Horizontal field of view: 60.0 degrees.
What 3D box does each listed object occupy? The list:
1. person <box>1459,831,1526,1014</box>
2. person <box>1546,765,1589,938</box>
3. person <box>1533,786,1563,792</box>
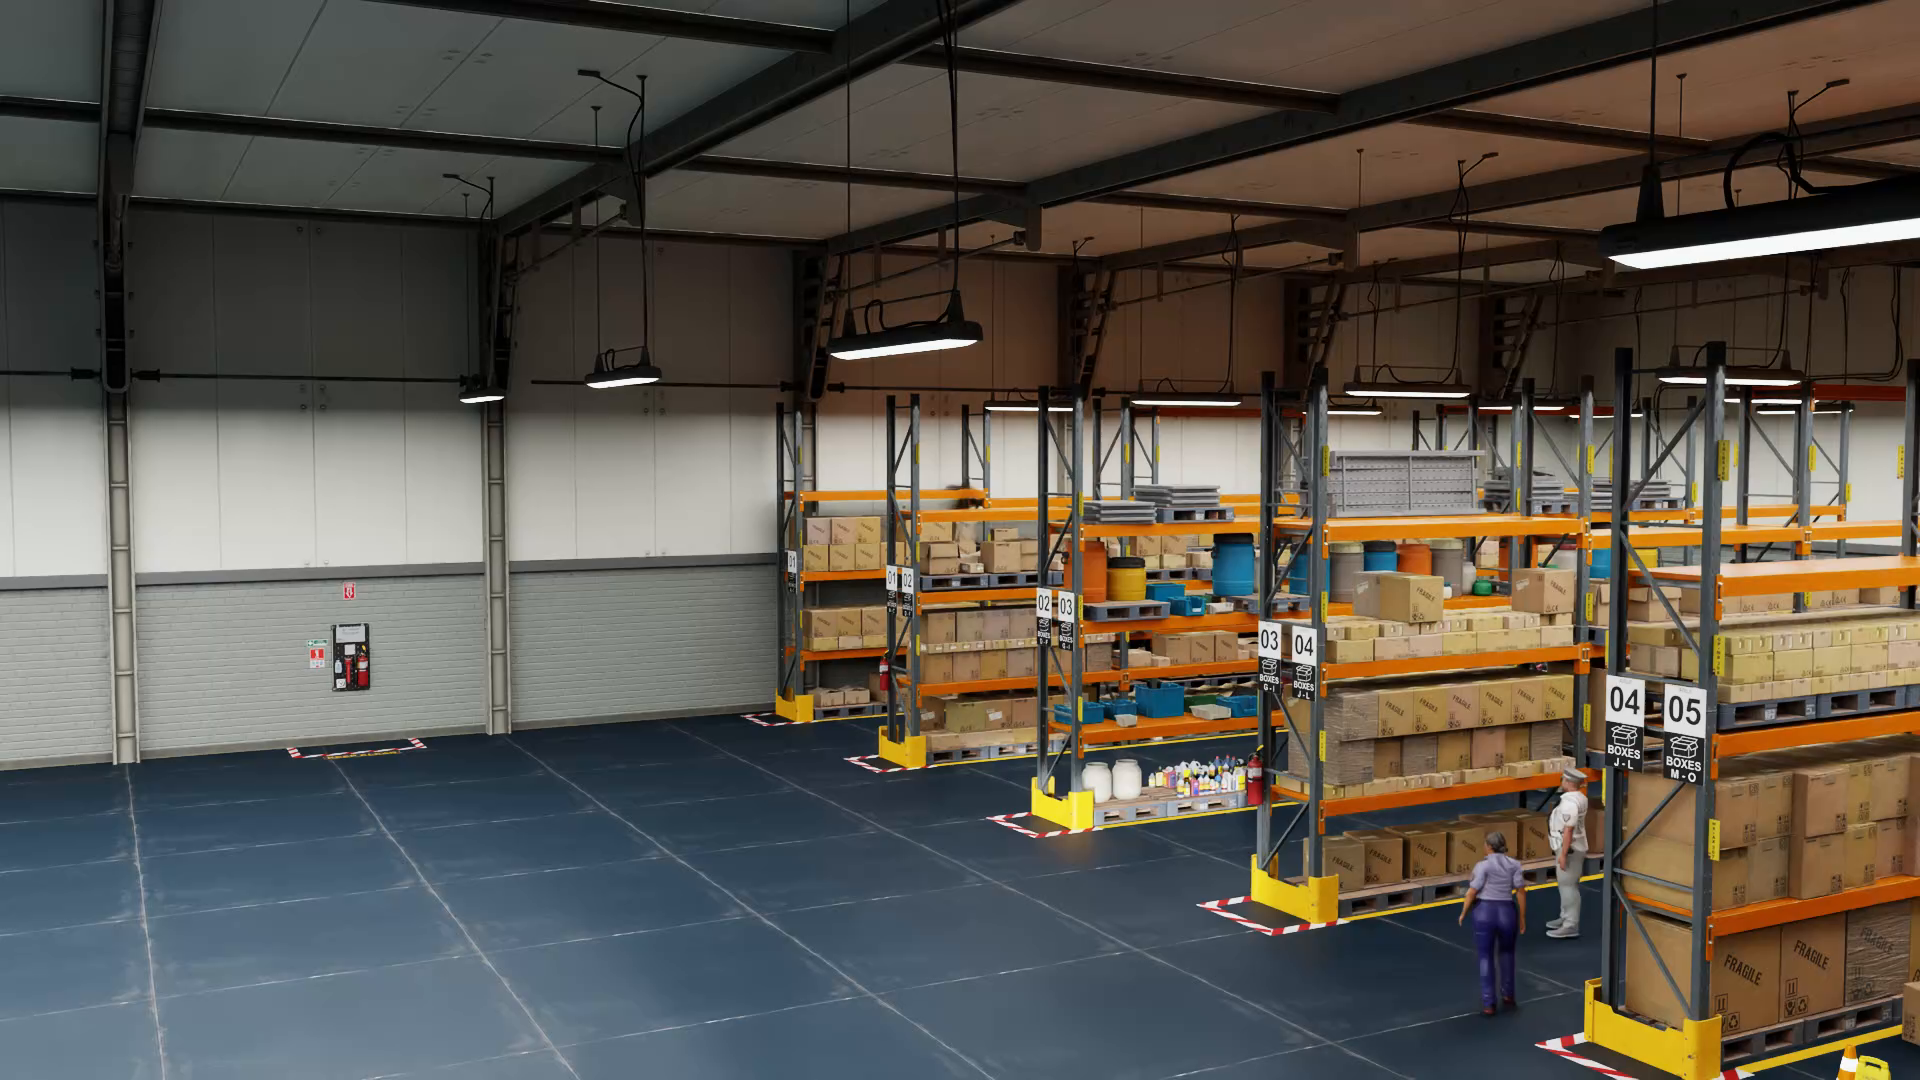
[{"bbox_3d":[4.885,3.514,15.222,0.579,1.717,0.588,0,3,6],"label":"person"},{"bbox_3d":[6.421,3.276,17.592,0.421,1.780,0.575,1,3,18],"label":"person"},{"bbox_3d":[8.822,2.916,24.827,0.479,1.684,0.480,-2,4,-31],"label":"person"}]
